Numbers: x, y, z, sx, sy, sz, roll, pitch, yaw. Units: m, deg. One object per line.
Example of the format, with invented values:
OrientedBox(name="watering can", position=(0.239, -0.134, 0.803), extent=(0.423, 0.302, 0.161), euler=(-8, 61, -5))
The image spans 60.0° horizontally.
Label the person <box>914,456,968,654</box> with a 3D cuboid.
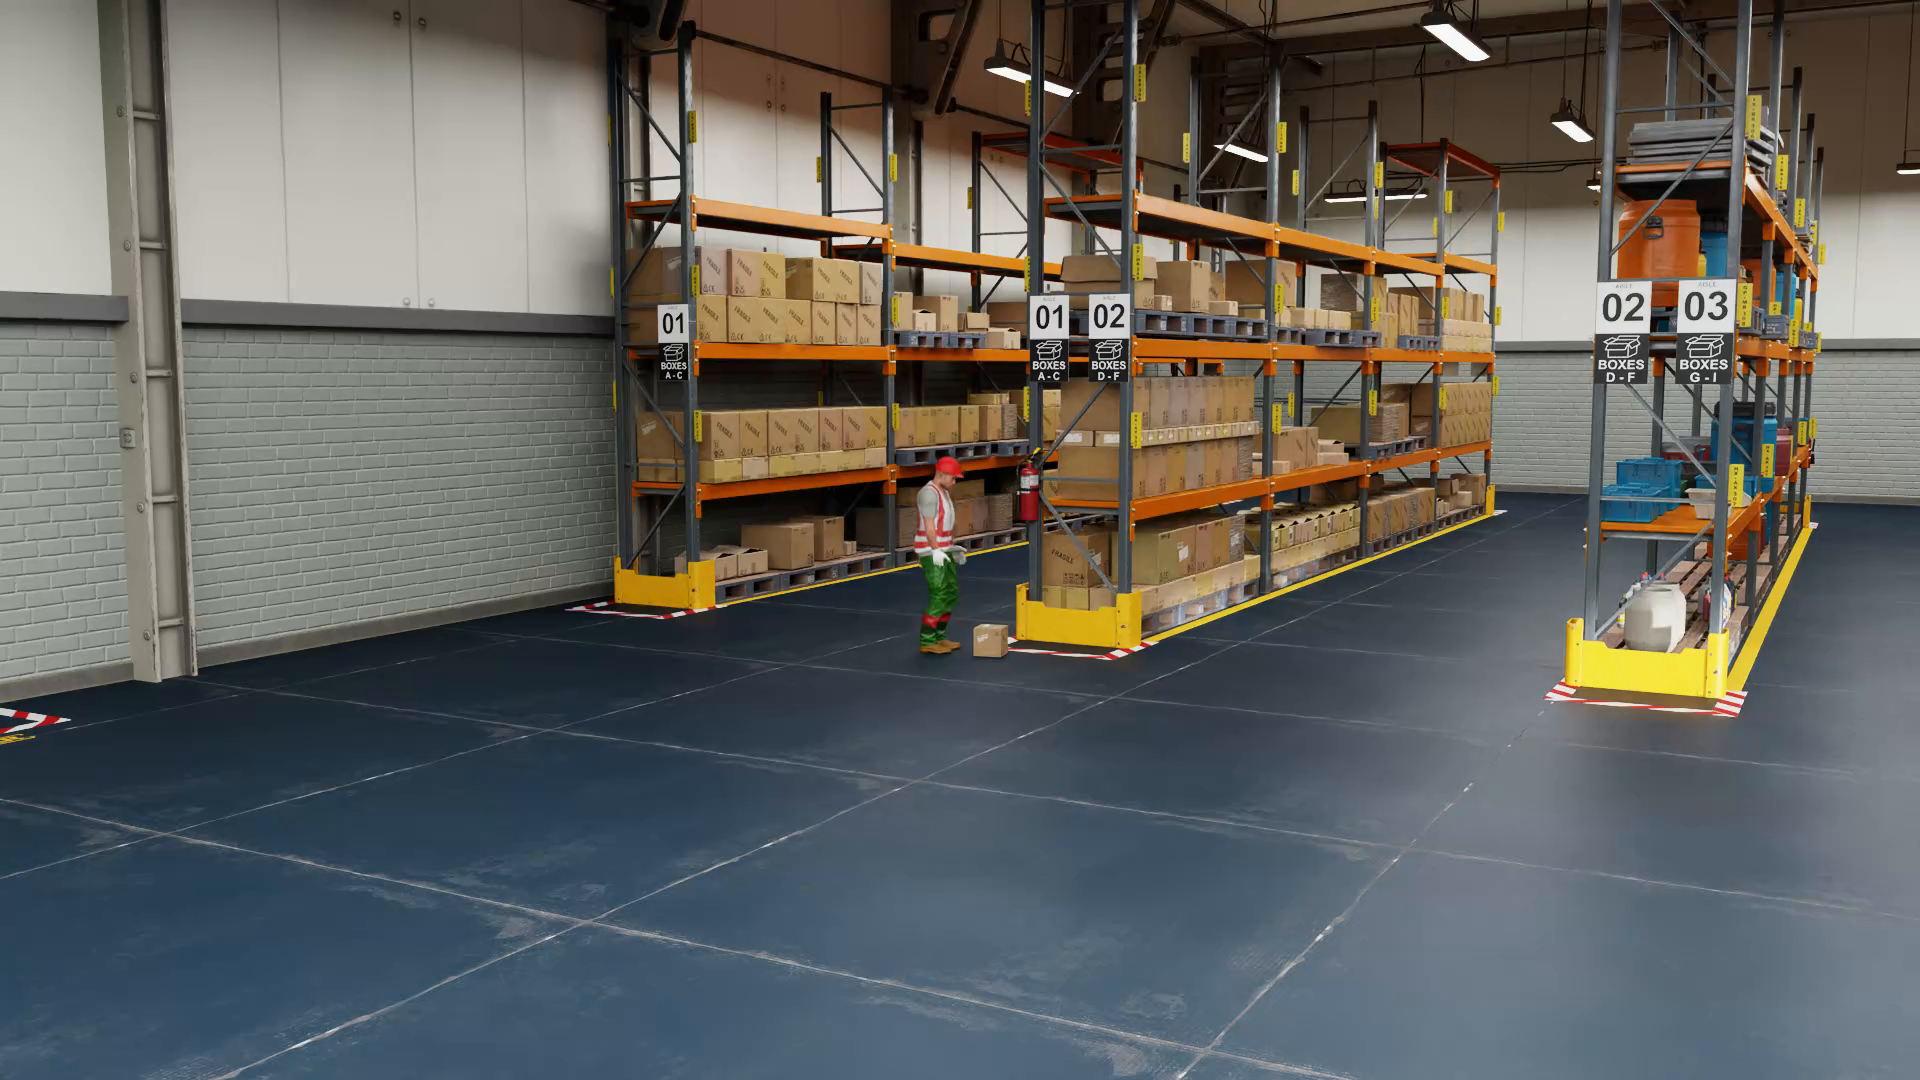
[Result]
OrientedBox(name="person", position=(-0.171, 0.125, 14.928), extent=(0.427, 1.751, 0.538), euler=(2, 6, 18))
